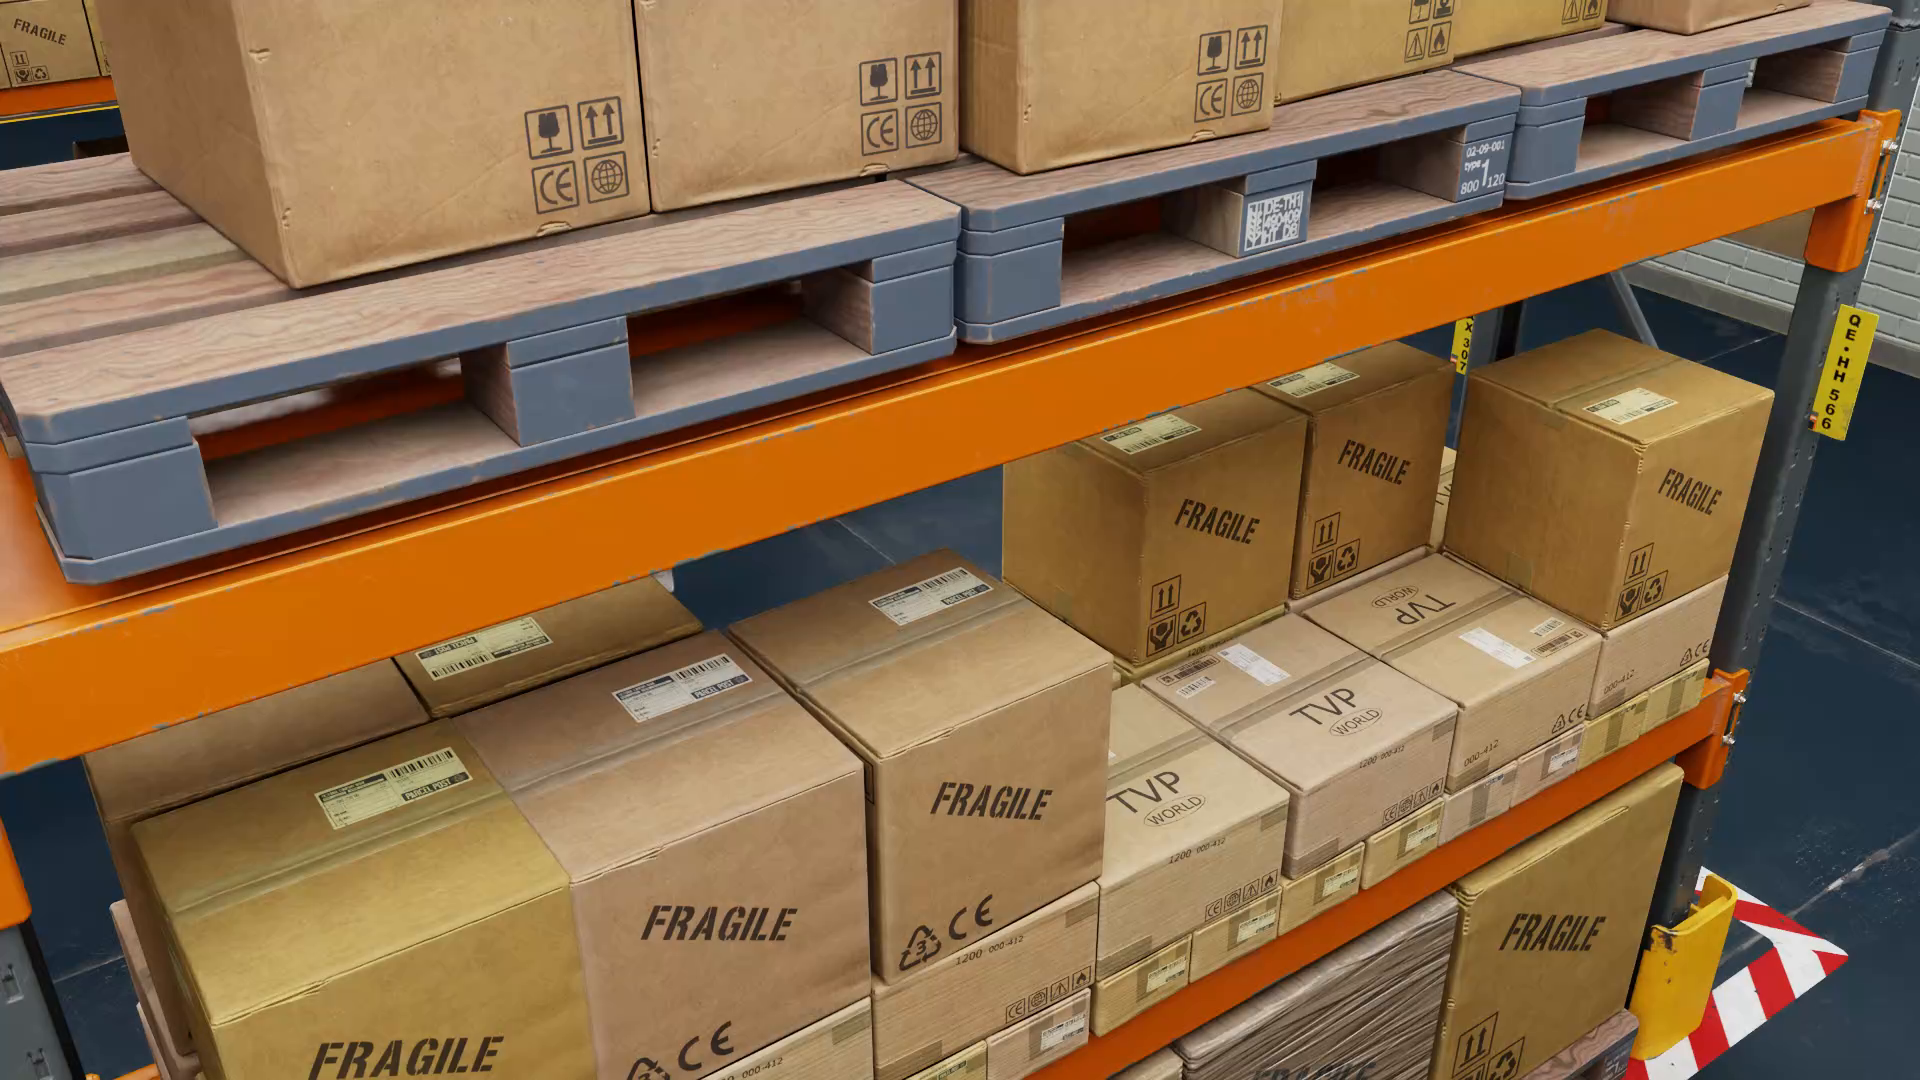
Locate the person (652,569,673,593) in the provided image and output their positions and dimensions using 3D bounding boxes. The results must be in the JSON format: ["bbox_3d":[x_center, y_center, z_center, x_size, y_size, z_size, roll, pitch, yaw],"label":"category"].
[{"bbox_3d":[-1.192,0.206,5.745,0.369,1.663,0.518,-20,35,-32],"label":"person"}]
